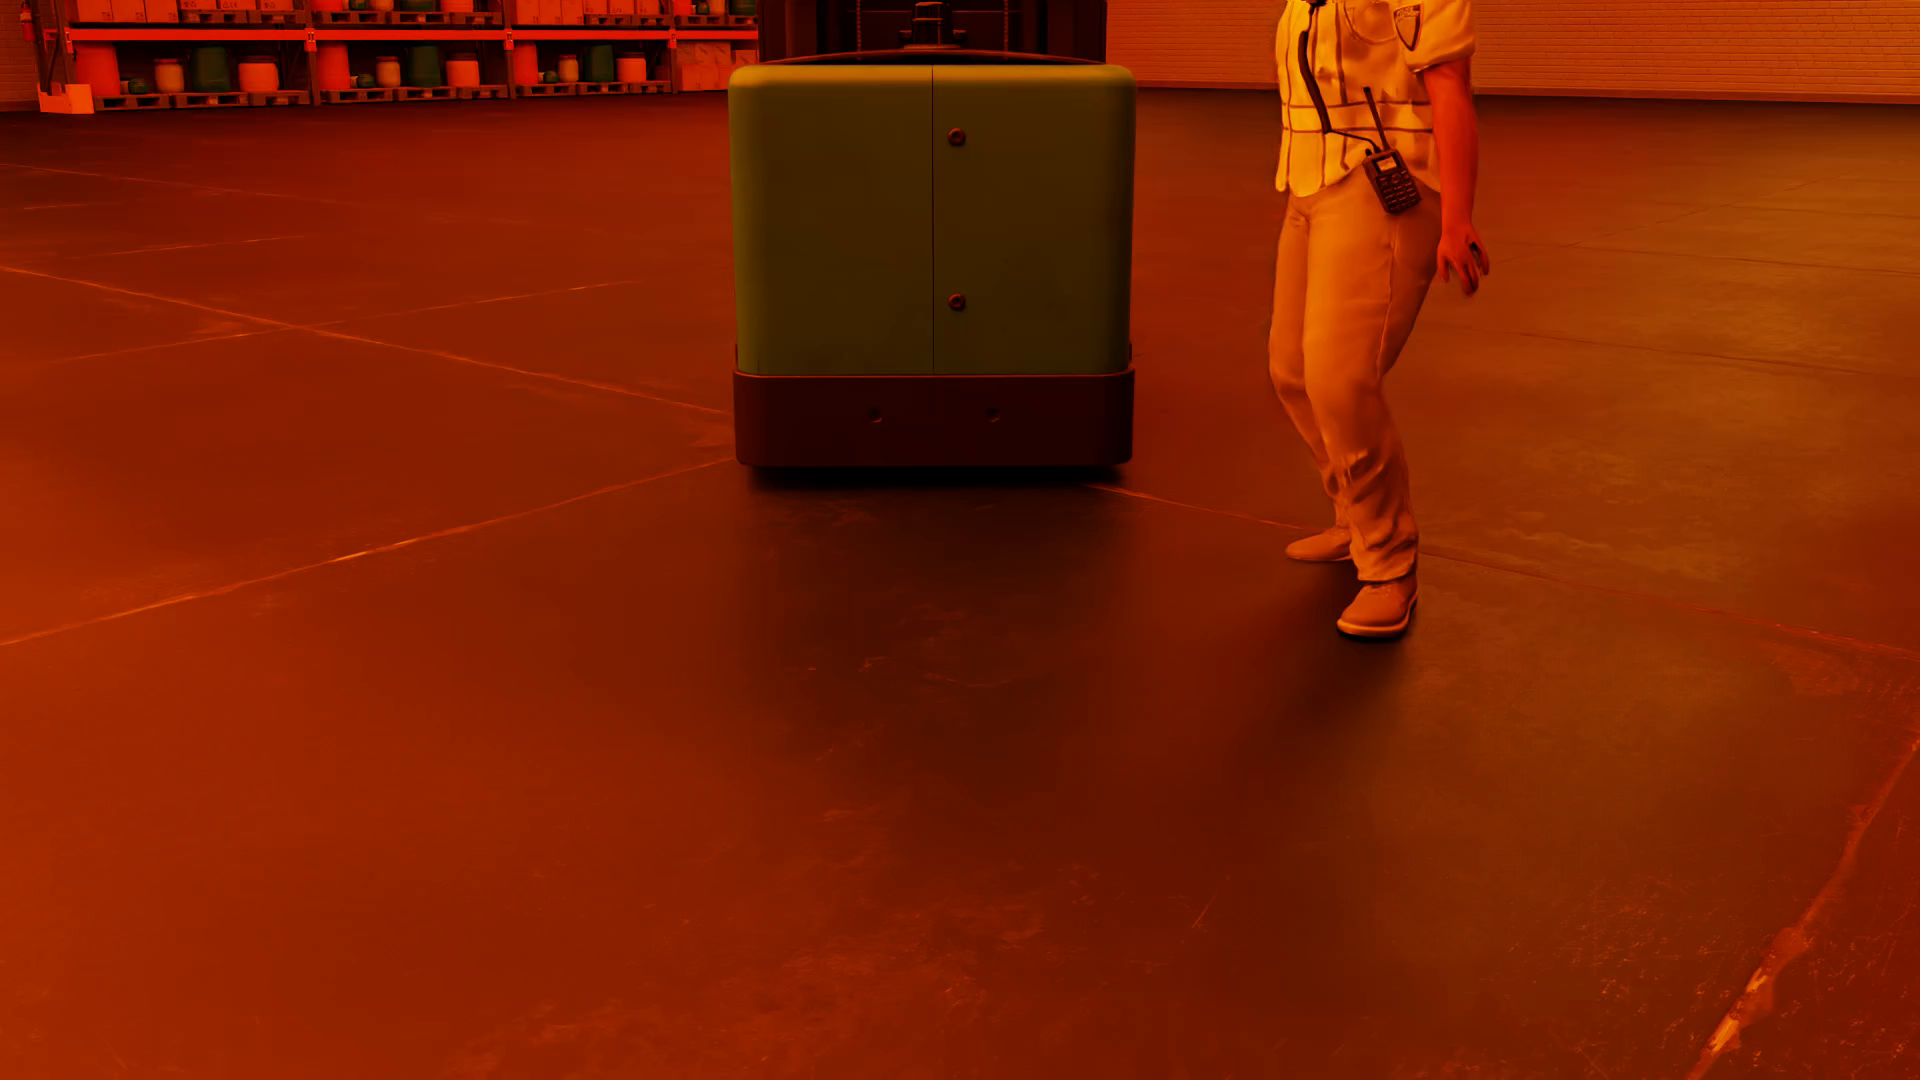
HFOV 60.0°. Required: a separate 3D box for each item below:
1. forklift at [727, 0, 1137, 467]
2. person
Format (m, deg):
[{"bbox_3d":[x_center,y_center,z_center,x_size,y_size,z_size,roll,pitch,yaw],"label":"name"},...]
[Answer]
[{"bbox_3d":[-0.091,-1.963,5.363,1.130,2.935,3.031,0,17,-1],"label":"forklift"},{"bbox_3d":[0.826,-0.682,3.445,0.473,1.639,0.830,-2,17,-6],"label":"person"}]
